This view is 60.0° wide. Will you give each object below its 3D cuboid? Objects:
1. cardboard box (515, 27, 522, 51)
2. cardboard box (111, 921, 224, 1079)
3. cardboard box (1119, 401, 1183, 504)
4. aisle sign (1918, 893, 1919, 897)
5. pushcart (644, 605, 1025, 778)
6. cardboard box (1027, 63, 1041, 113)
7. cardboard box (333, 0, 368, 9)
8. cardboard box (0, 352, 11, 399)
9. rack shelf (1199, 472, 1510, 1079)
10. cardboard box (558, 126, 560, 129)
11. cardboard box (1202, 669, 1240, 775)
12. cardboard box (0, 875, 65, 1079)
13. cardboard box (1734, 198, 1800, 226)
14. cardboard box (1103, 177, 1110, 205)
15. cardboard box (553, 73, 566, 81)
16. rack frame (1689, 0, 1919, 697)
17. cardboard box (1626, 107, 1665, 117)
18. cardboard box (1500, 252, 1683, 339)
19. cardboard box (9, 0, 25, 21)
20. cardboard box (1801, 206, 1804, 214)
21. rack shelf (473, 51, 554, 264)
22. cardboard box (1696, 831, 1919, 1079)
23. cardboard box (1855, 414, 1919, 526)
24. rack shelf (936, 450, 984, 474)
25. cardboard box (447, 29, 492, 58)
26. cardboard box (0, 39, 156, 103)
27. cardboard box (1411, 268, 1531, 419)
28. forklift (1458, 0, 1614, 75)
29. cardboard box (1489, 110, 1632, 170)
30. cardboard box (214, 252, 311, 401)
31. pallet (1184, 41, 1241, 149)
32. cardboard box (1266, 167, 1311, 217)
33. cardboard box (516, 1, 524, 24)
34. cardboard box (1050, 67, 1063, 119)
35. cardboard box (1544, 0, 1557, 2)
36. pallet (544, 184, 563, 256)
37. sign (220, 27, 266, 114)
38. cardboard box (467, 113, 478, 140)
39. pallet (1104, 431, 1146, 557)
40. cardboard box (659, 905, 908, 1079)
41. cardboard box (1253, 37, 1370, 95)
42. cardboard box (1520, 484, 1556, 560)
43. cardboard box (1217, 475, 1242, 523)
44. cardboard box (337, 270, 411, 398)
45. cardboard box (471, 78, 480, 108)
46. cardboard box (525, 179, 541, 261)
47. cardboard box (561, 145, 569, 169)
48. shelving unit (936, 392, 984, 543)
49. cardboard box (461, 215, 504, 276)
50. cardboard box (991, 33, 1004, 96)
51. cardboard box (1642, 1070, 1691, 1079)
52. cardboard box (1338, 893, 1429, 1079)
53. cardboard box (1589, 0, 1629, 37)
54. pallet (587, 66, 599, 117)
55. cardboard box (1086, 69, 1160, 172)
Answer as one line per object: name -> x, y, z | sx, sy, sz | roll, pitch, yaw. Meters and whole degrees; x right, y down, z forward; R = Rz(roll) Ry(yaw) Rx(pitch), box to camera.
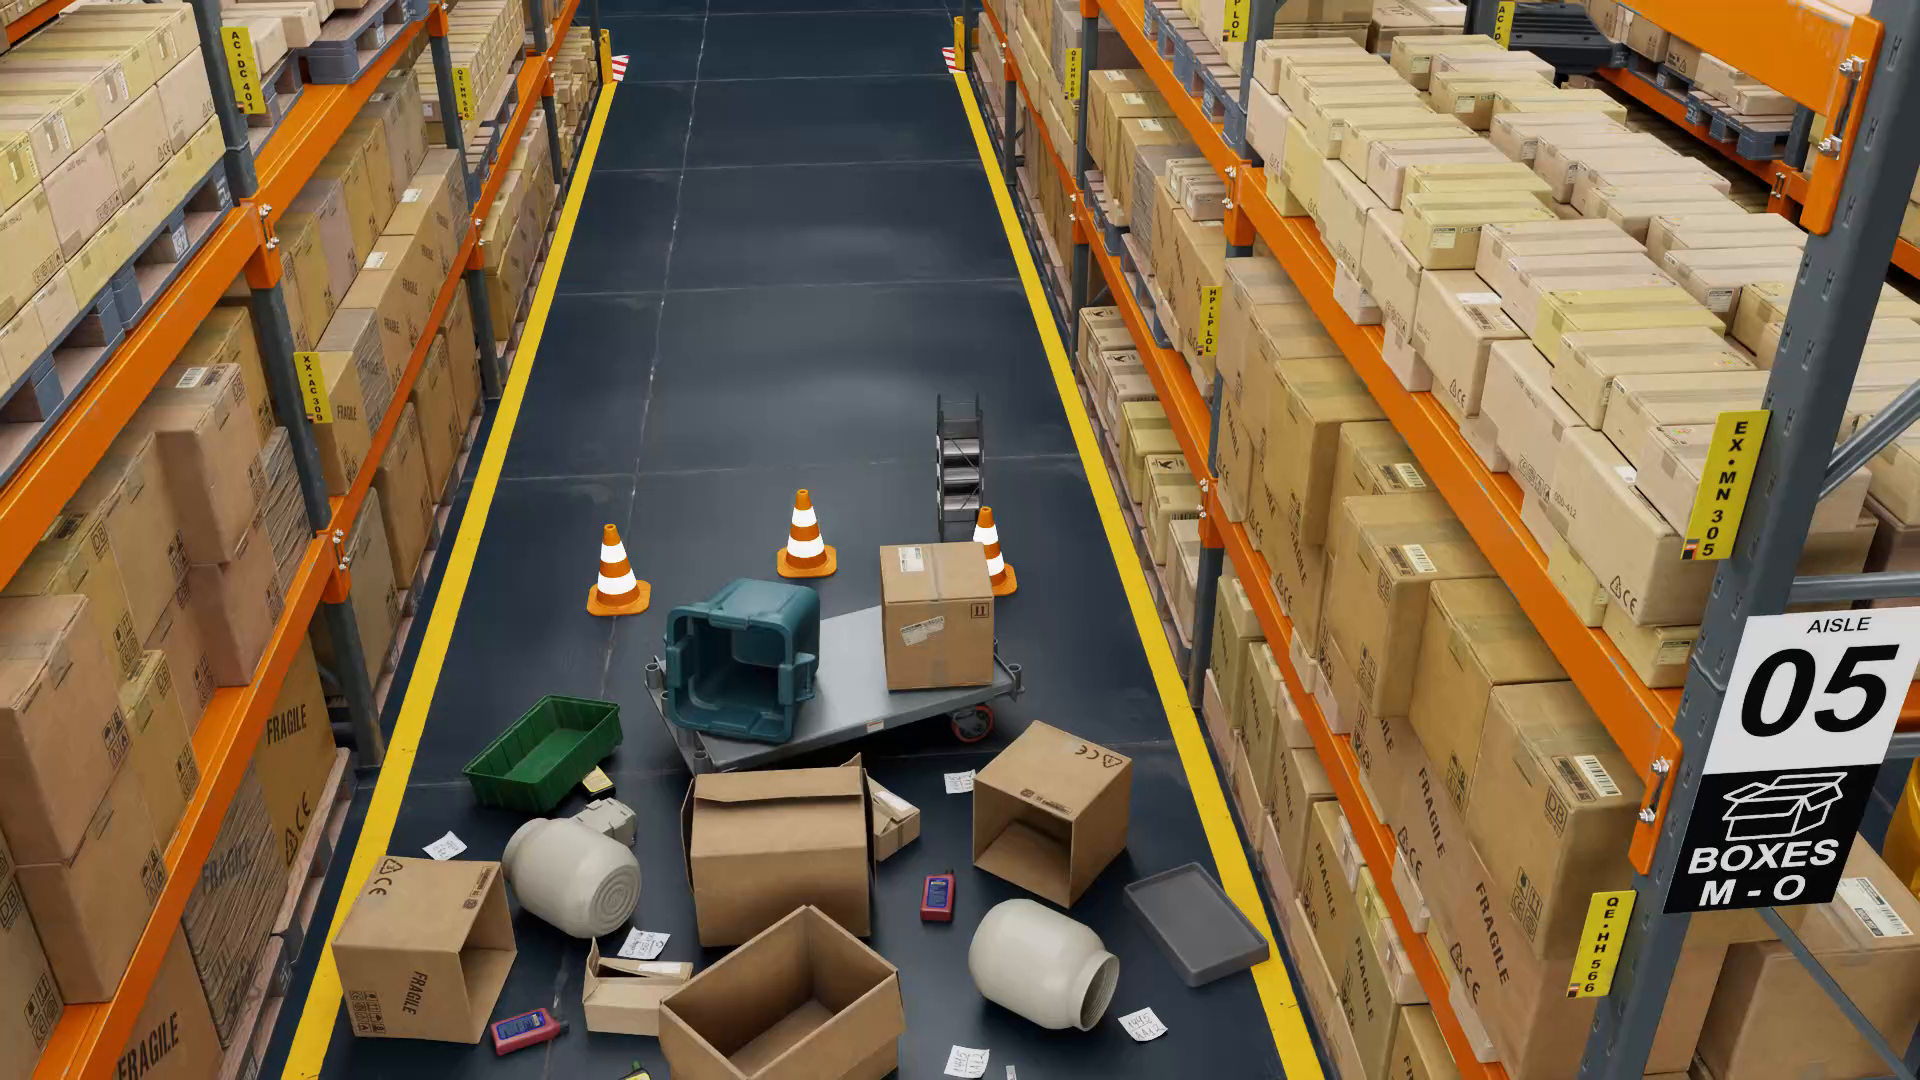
cardboard box -> -3.752, -4.035, 13.416 | 0.380, 0.149, 0.250 | -3, 31, -4
cardboard box -> -3.104, 1.778, 5.512 | 0.875, 0.875, 0.875 | -3, 31, -5
cardboard box -> 1.466, -0.535, 9.873 | 0.950, 0.372, 0.625 | -2, 31, -3
aisle sign -> 2.343, 0.450, 3.537 | 0.394, 0.787, 0.004 | -3, 31, -5
pushcart -> -0.610, 0.768, 8.098 | 1.648, 0.377, 0.936 | -14, 33, -22
cardboard box -> 0.805, -3.494, 12.820 | 0.500, 0.250, 0.500 | -3, 31, -5
cardboard box -> -3.196, -2.926, 8.195 | 0.500, 0.500, 0.500 | -3, 31, -5
cardboard box -> -2.721, -0.400, 4.308 | 0.380, 0.149, 0.250 | -3, 31, -5
rack shelf -> 1.842, 0.837, 6.126 | 1.077, 0.370, 4.000 | -3, 31, -5
cardboard box -> -3.840, -3.698, 15.097 | 0.380, 0.149, 0.250 | -3, 31, -4
cardboard box -> 1.441, 0.821, 7.722 | 0.500, 0.250, 0.500 | -4, 31, -7
cardboard box -> -3.043, 1.307, 4.492 | 0.875, 0.550, 0.550 | -3, 31, -5
cardboard box -> 5.925, -2.401, 12.240 | 0.380, 0.149, 0.250 | -4, 31, -7
cardboard box -> 1.099, -2.145, 10.252 | 0.380, 0.149, 0.250 | -5, 31, -8
cardboard box -> -3.974, -4.358, 15.911 | 0.380, 0.149, 0.250 | -4, 31, -7
rack frame -> 2.029, -1.026, 2.693 | 1.000, 3.000, 0.127 | -3, 31, -5
cardboard box -> 5.795, -3.599, 14.247 | 0.380, 0.149, 0.250 | -3, 31, -5
cardboard box -> 1.687, -0.652, 4.459 | 0.380, 0.149, 0.250 | -3, 31, -5
cardboard box -> -8.777, -4.823, 15.146 | 0.380, 0.149, 0.250 | -2, 31, -4
cardboard box -> 6.484, -2.442, 12.309 | 0.380, 0.149, 0.250 | -1, 31, -2
rack shelf -> -3.825, -2.959, 12.480 | 1.077, 0.370, 4.000 | -3, 31, -5
cardboard box -> 2.261, 1.123, 4.557 | 0.500, 0.500, 0.500 | -3, 31, -5
cardboard box -> 2.199, -0.164, 3.643 | 0.380, 0.149, 0.250 | -3, 31, -5
rack shelf -> -0.001, -0.439, 9.498 | 0.258, 0.077, 0.200 | -3, 31, -5
cardboard box -> -3.632, -3.618, 12.138 | 0.380, 0.149, 0.250 | -3, 31, -5
cardboard box -> -2.866, -1.521, 5.407 | 0.380, 0.149, 0.250 | -3, 31, -5
cardboard box -> 1.614, -0.572, 4.714 | 0.500, 0.250, 0.500 | -2, 31, -3
forklift -> 3.440, -2.297, 10.738 | 3.031, 2.935, 1.130 | 4, 31, 7
cardboard box -> 2.015, -1.333, 5.599 | 0.380, 0.149, 0.250 | -3, 31, -6
cardboard box -> -3.316, -0.930, 7.309 | 0.700, 0.500, 0.500 | -3, 31, -5
pallet -> 1.703, -2.020, 7.466 | 1.213, 0.211, 1.003 | -3, 31, -5
cardboard box -> 1.406, -1.366, 6.431 | 0.380, 0.149, 0.250 | -3, 31, -5
cardboard box -> -3.778, -4.295, 13.562 | 0.380, 0.149, 0.250 | -2, 31, -3
cardboard box -> 0.931, -3.182, 11.812 | 0.500, 0.250, 0.500 | -4, 31, -6
cardboard box -> 5.559, -5.129, 15.268 | 0.500, 0.250, 0.500 | -2, 31, -3
pallet -> -3.937, -2.694, 14.055 | 1.003, 0.211, 1.213 | -3, 31, -5
sign -> -2.712, -1.775, 6.291 | 0.100, 0.325, 0.005 | -3, 31, -5
cardboard box -> -3.529, -2.832, 11.402 | 0.380, 0.149, 0.250 | -1, 31, -2
pallet -> 1.464, -0.318, 10.076 | 1.003, 0.211, 1.213 | -3, 31, -5
cardboard box -> -0.656, 1.845, 6.170 | 0.637, 0.503, 0.797 | 27, 40, 37
cardboard box -> 1.359, -1.839, 6.446 | 0.380, 0.149, 0.250 | -3, 31, -5
cardboard box -> 1.670, -0.062, 4.249 | 0.380, 0.149, 0.250 | -2, 31, -3
cardboard box -> 1.365, -0.209, 7.420 | 0.380, 0.149, 0.250 | -3, 31, -5
cardboard box -> -3.137, -1.042, 8.472 | 0.500, 0.500, 0.500 | -3, 31, -5
cardboard box -> -3.563, -3.106, 11.571 | 0.380, 0.149, 0.250 | -3, 31, -4
cardboard box -> -3.600, -2.506, 13.049 | 0.500, 0.500, 0.500 | -3, 31, -6
cardboard box -> -3.726, -3.446, 14.966 | 0.380, 0.149, 0.250 | -4, 31, -7
shelving unit -> -0.001, -0.390, 9.527 | 0.258, 0.900, 0.210 | -3, 31, -5
cardboard box -> -3.461, -2.039, 11.536 | 0.500, 0.250, 0.500 | -4, 31, -7
cardboard box -> 0.789, -4.901, 17.119 | 0.875, 0.438, 0.875 | -2, 31, -3
cardboard box -> 1.781, 1.476, 4.599 | 0.380, 0.149, 0.250 | -2, 31, -3
cardboard box -> 1.642, 1.565, 5.747 | 0.500, 0.500, 0.500 | -2, 31, -3
cardboard box -> 5.720, -4.518, 13.883 | 0.700, 0.500, 0.500 | -2, 31, -4
pallet -> -4.337, -4.678, 17.377 | 1.003, 0.211, 1.213 | -3, 31, -5
cardboard box -> 1.093, -2.645, 10.457 | 0.500, 0.500, 0.500 | -4, 31, -6
